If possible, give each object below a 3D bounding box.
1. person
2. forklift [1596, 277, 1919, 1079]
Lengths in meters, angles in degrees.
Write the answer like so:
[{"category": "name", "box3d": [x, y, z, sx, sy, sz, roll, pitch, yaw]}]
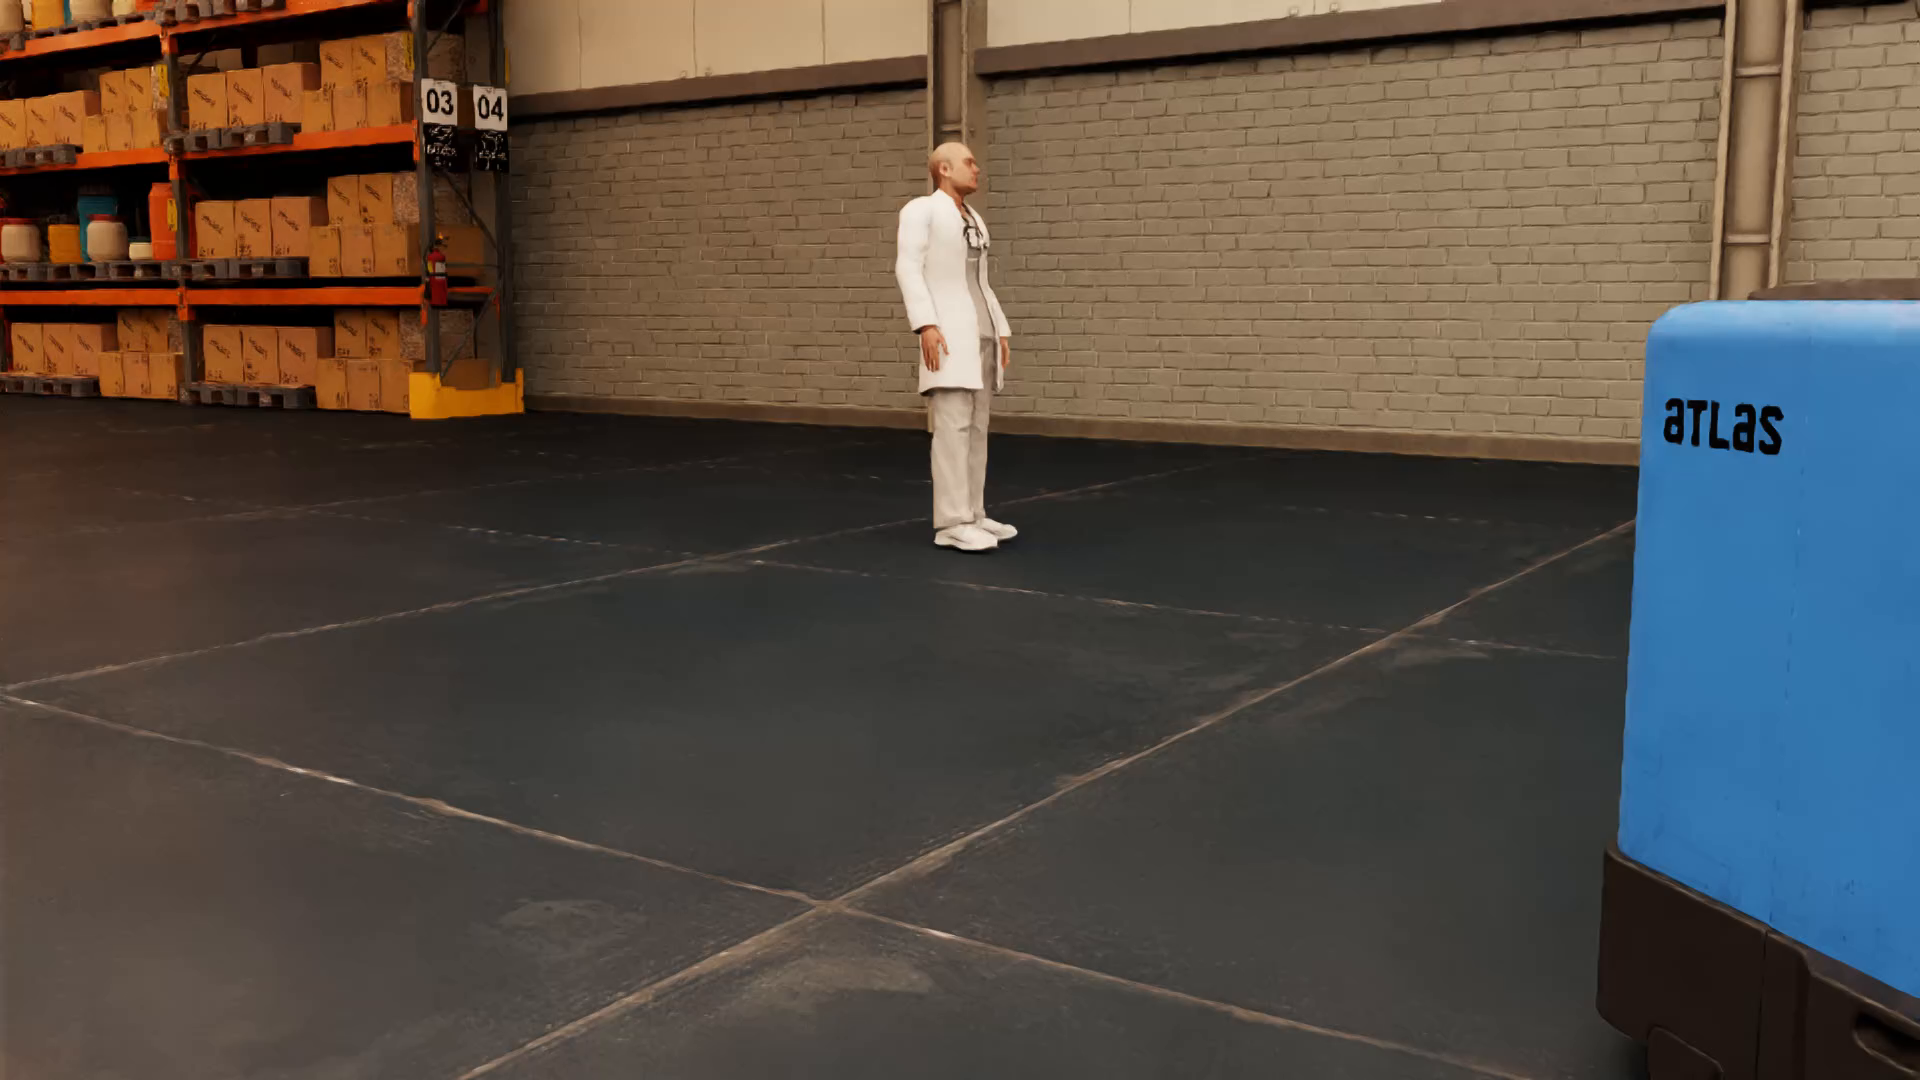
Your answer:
[{"category": "person", "box3d": [0.073, -0.879, 7.423, 0.579, 1.776, 0.694, 5, 10, 34]}, {"category": "forklift", "box3d": [1.794, -0.531, 0.924, 1.130, 2.935, 3.031, -2, 8, -15]}]
